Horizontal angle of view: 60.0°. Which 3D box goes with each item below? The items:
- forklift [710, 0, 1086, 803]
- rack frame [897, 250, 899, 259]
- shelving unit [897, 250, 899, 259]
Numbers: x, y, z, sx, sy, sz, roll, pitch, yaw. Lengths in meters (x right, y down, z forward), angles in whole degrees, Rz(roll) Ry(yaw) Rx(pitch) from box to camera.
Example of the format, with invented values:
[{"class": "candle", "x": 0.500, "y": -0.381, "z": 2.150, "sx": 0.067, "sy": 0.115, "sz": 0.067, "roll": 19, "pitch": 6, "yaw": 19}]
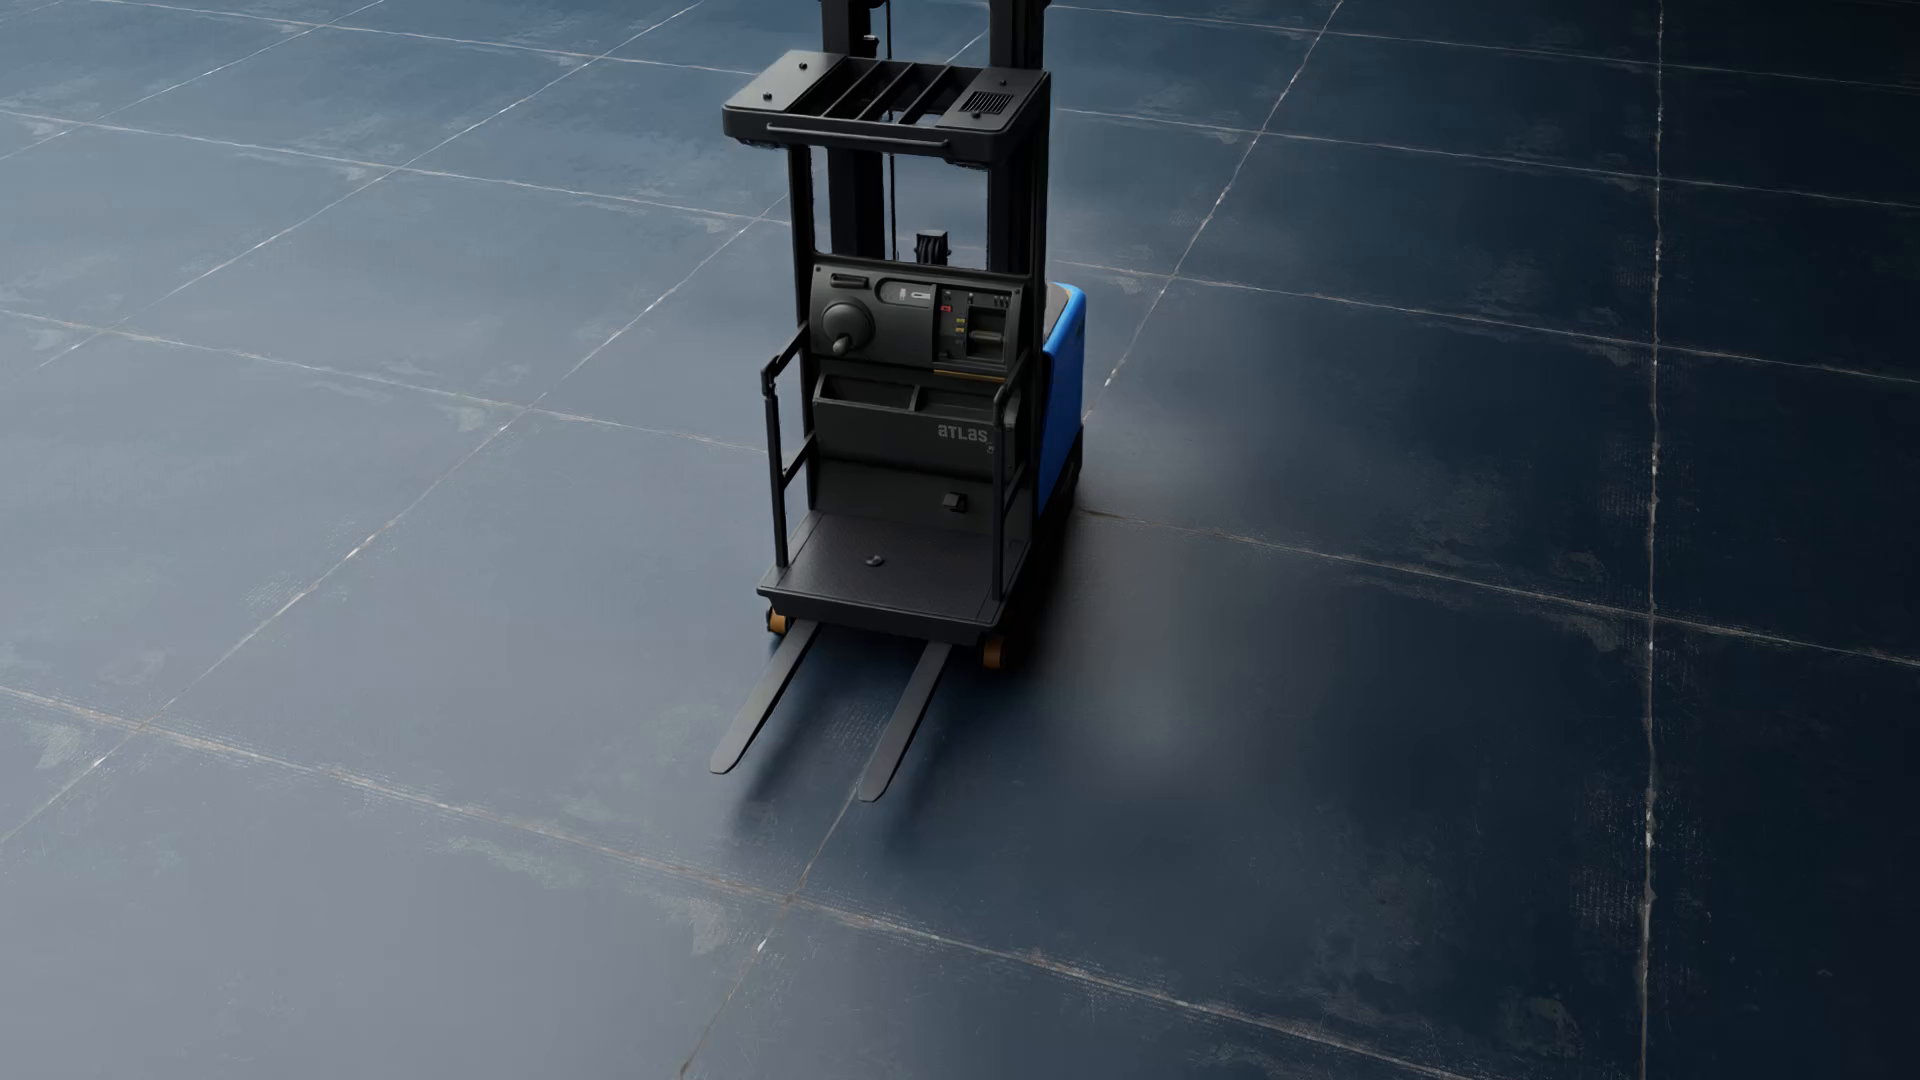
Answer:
[{"class": "forklift", "x": -0.246, "y": -0.890, "z": 6.927, "sx": 1.130, "sy": 2.935, "sz": 3.031, "roll": 9, "pitch": 34, "yaw": 13}, {"class": "rack frame", "x": -0.293, "y": -1.020, "z": 8.862, "sx": 0.008, "sy": 1.050, "sz": 0.200, "roll": -11, "pitch": 34, "yaw": -16}, {"class": "shelving unit", "x": -0.408, "y": -0.998, "z": 8.828, "sx": 0.252, "sy": 1.050, "sz": 0.215, "roll": -11, "pitch": 34, "yaw": -16}]
